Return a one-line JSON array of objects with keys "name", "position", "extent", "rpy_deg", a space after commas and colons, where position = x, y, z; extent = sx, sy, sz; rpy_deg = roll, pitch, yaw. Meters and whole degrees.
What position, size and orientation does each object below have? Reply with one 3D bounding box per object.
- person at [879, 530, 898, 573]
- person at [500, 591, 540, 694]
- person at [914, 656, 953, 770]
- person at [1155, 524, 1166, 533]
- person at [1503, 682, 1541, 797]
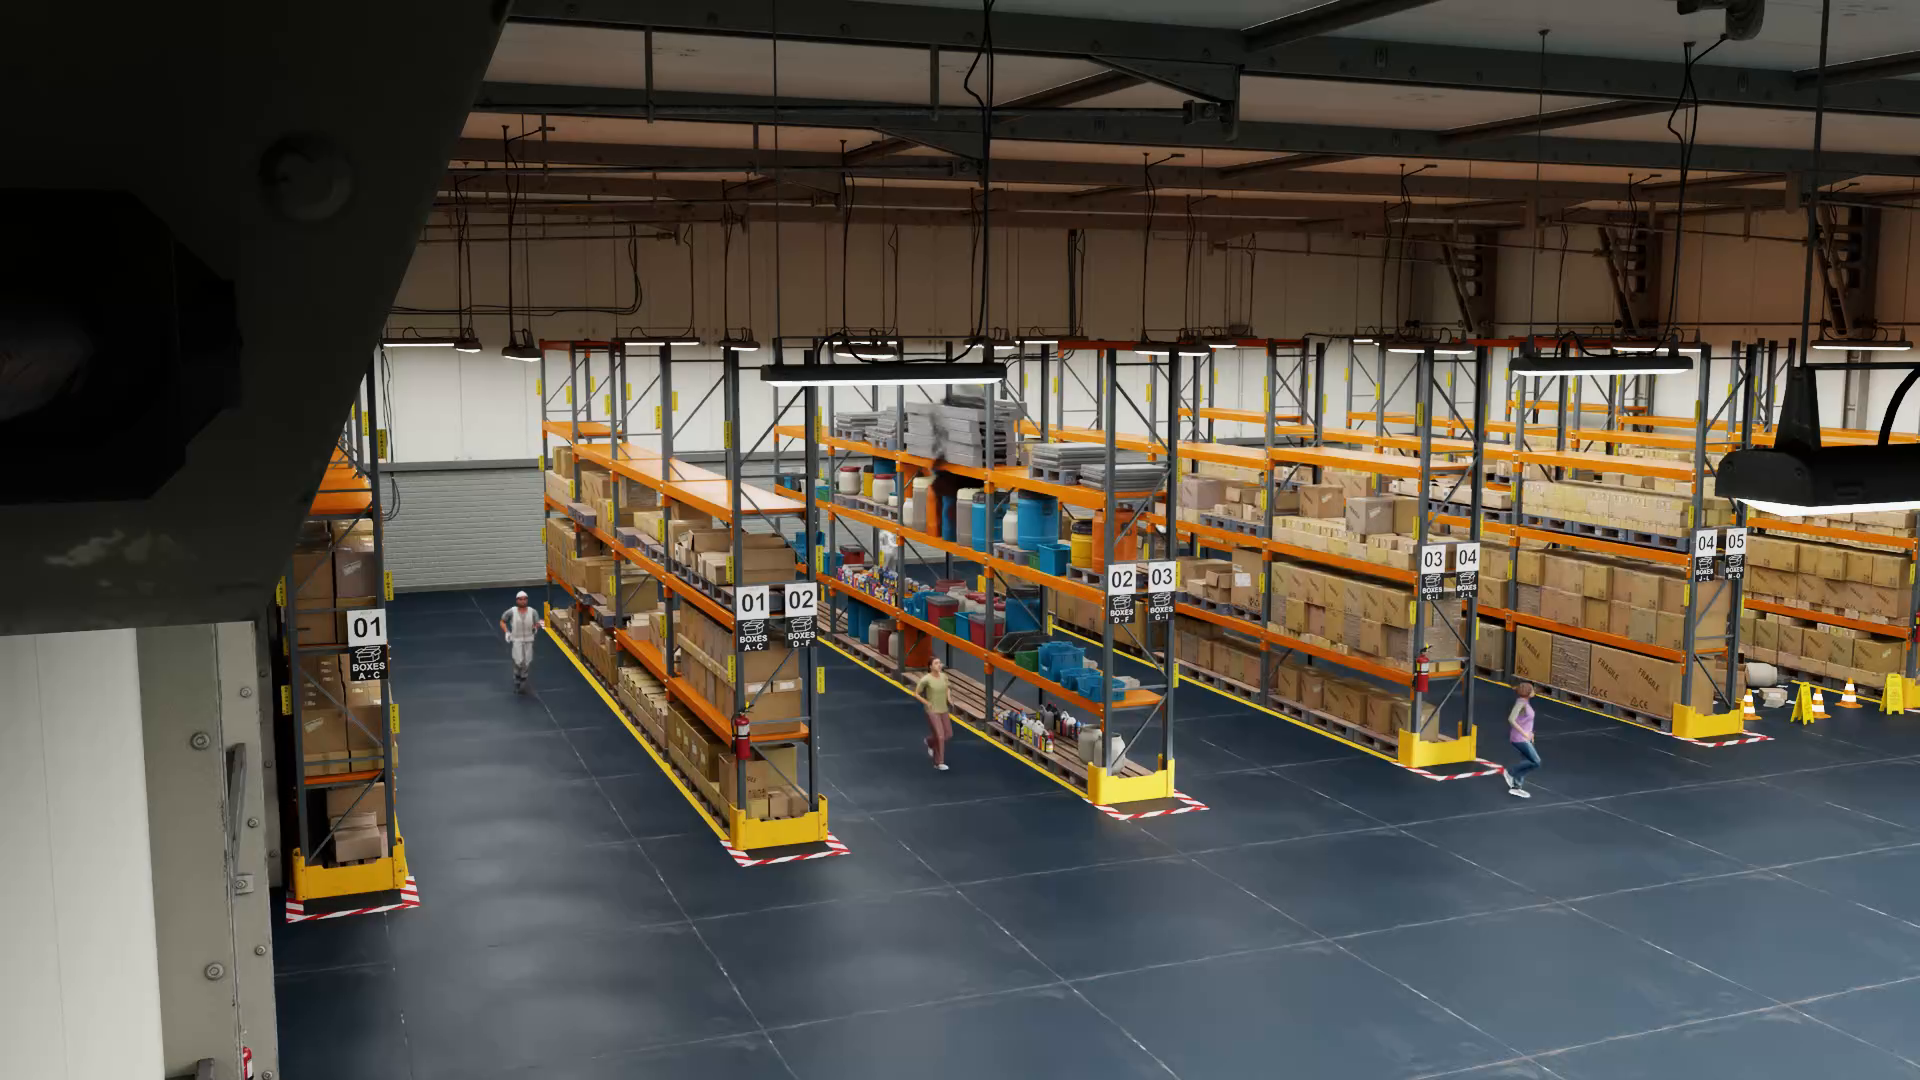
[{"name": "person", "position": [-1.747, 0.359, 39.427], "extent": [0.935, 1.687, 0.583], "rpy_deg": [-2, 8, -14]}, {"name": "person", "position": [-7.482, 1.758, 28.444], "extent": [0.634, 1.768, 0.670], "rpy_deg": [-4, 8, -28]}, {"name": "person", "position": [-0.371, 2.445, 23.743], "extent": [0.581, 1.621, 0.646], "rpy_deg": [-5, 9, -35]}, {"name": "person", "position": [4.731, 0.184, 41.013], "extent": [0.502, 1.674, 0.690], "rpy_deg": [-6, 9, -38]}, {"name": "person", "position": [7.560, 2.679, 22.311], "extent": [0.482, 1.567, 0.567], "rpy_deg": [4, 8, 27]}]
